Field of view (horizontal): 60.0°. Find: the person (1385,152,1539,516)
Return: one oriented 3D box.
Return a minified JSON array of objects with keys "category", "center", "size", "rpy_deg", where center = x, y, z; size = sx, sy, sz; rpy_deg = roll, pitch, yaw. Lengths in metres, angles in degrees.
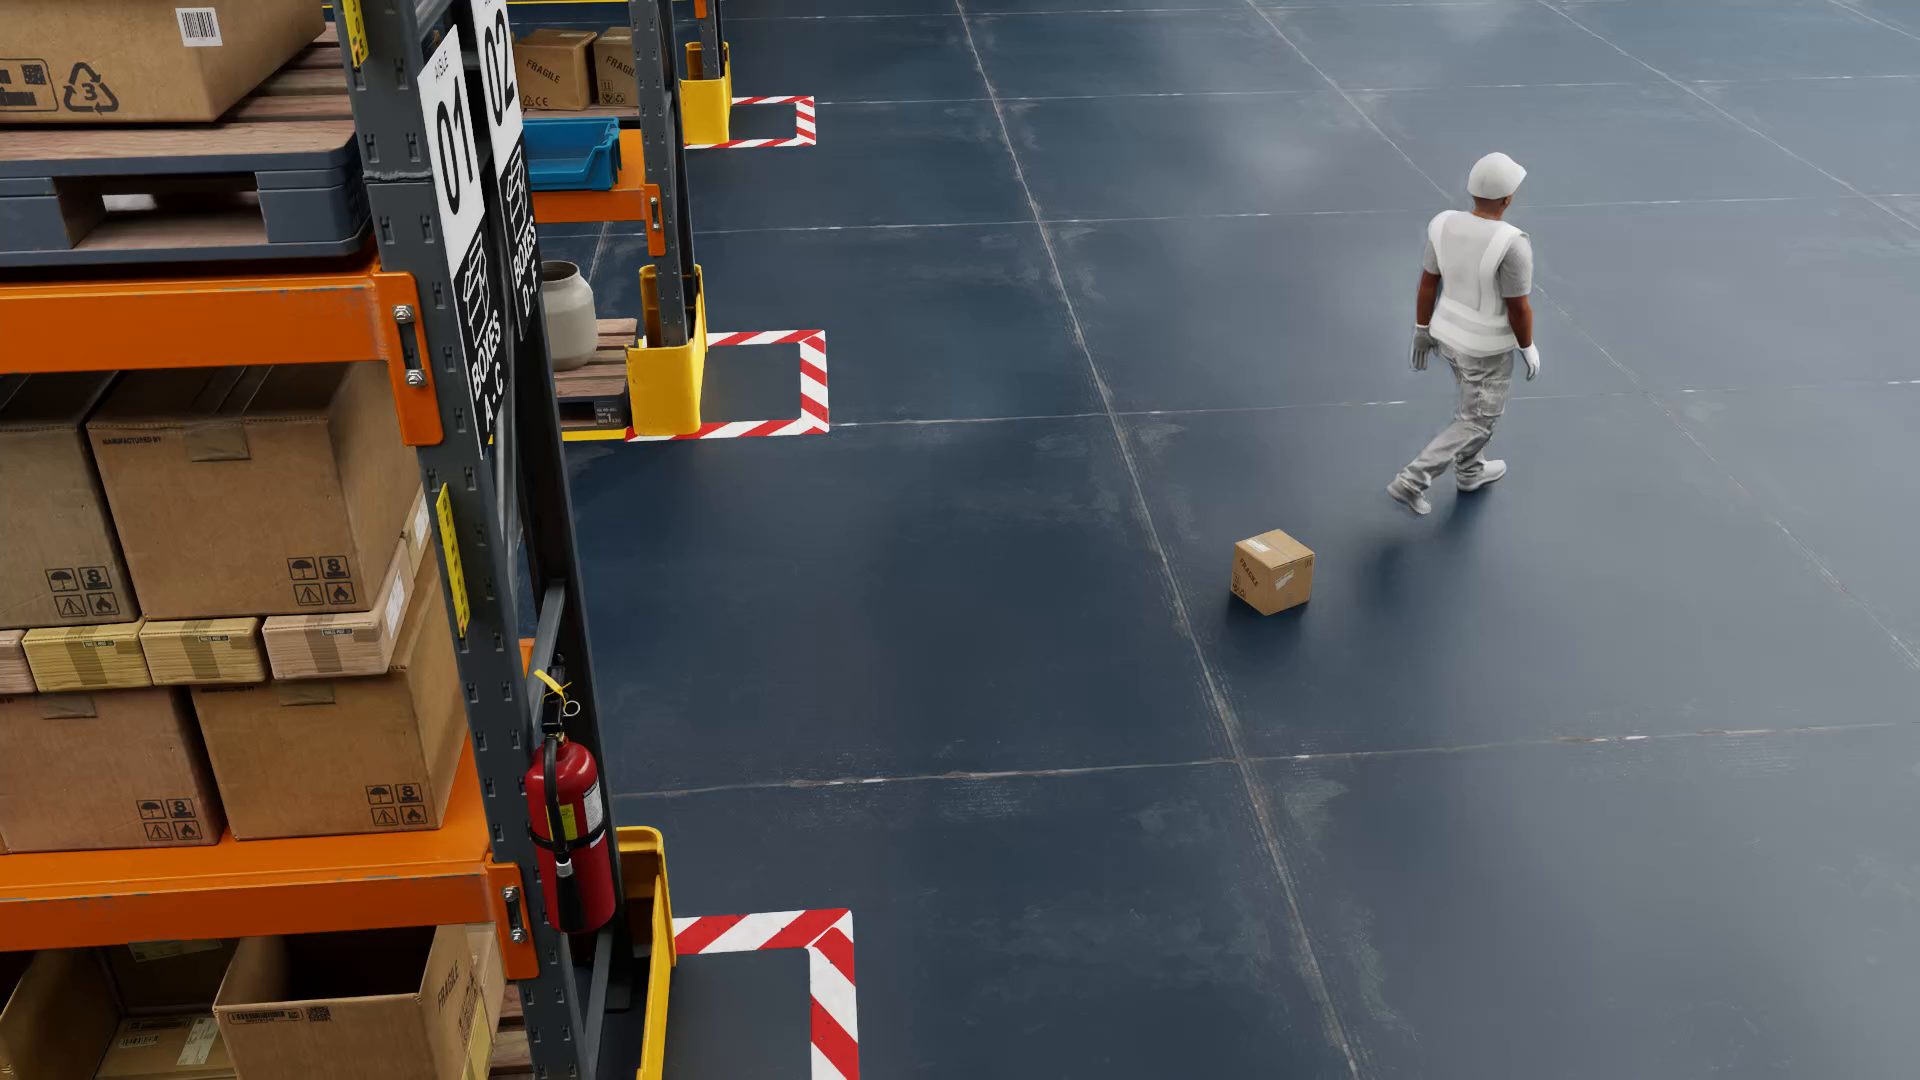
[{"category":"person","center":[2.359,-0.927,7.657],"size":[0.930,1.750,0.540],"rpy_deg":[-15,34,-24]}]
